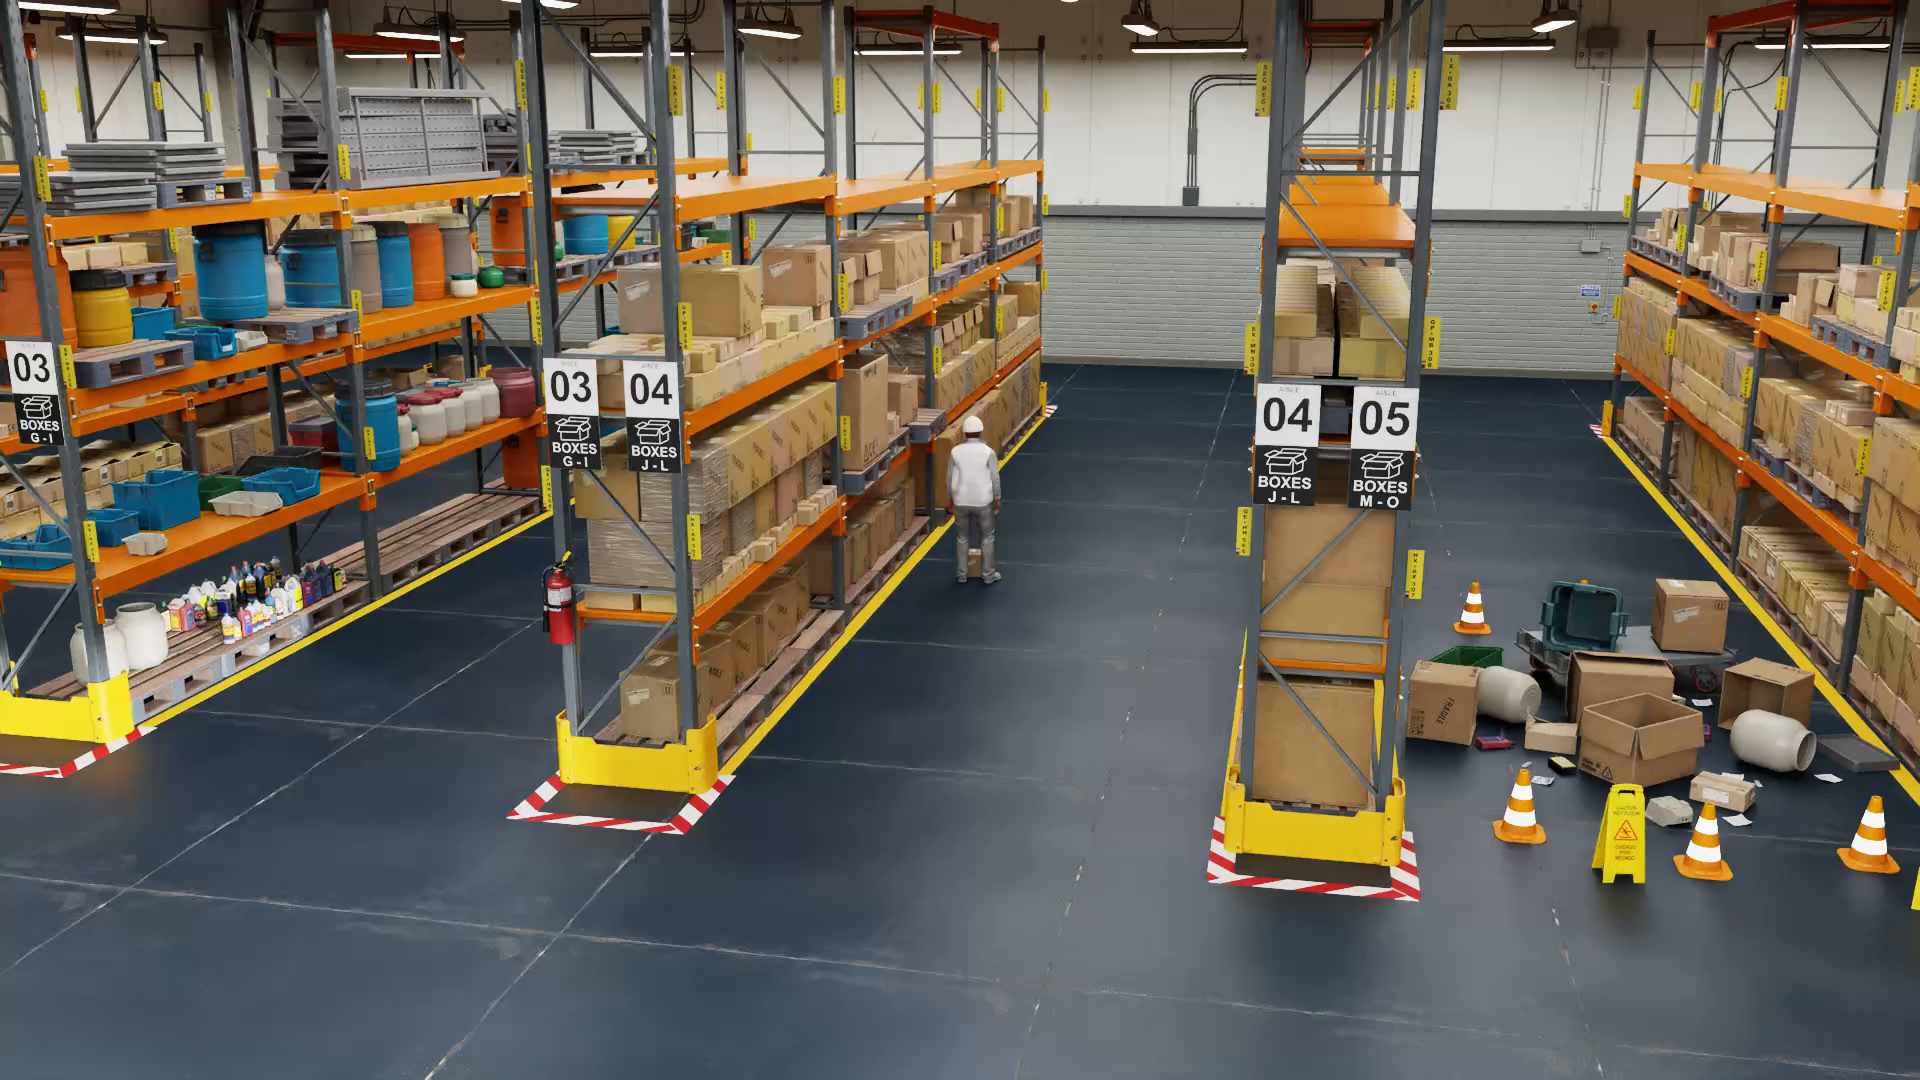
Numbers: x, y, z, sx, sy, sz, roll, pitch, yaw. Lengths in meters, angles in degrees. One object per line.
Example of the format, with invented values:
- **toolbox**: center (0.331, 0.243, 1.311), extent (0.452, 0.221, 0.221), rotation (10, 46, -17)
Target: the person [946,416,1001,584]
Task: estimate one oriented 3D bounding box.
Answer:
- **person**: center (0.144, -0.423, 17.590), extent (0.585, 1.771, 0.466), rotation (3, 15, 10)
